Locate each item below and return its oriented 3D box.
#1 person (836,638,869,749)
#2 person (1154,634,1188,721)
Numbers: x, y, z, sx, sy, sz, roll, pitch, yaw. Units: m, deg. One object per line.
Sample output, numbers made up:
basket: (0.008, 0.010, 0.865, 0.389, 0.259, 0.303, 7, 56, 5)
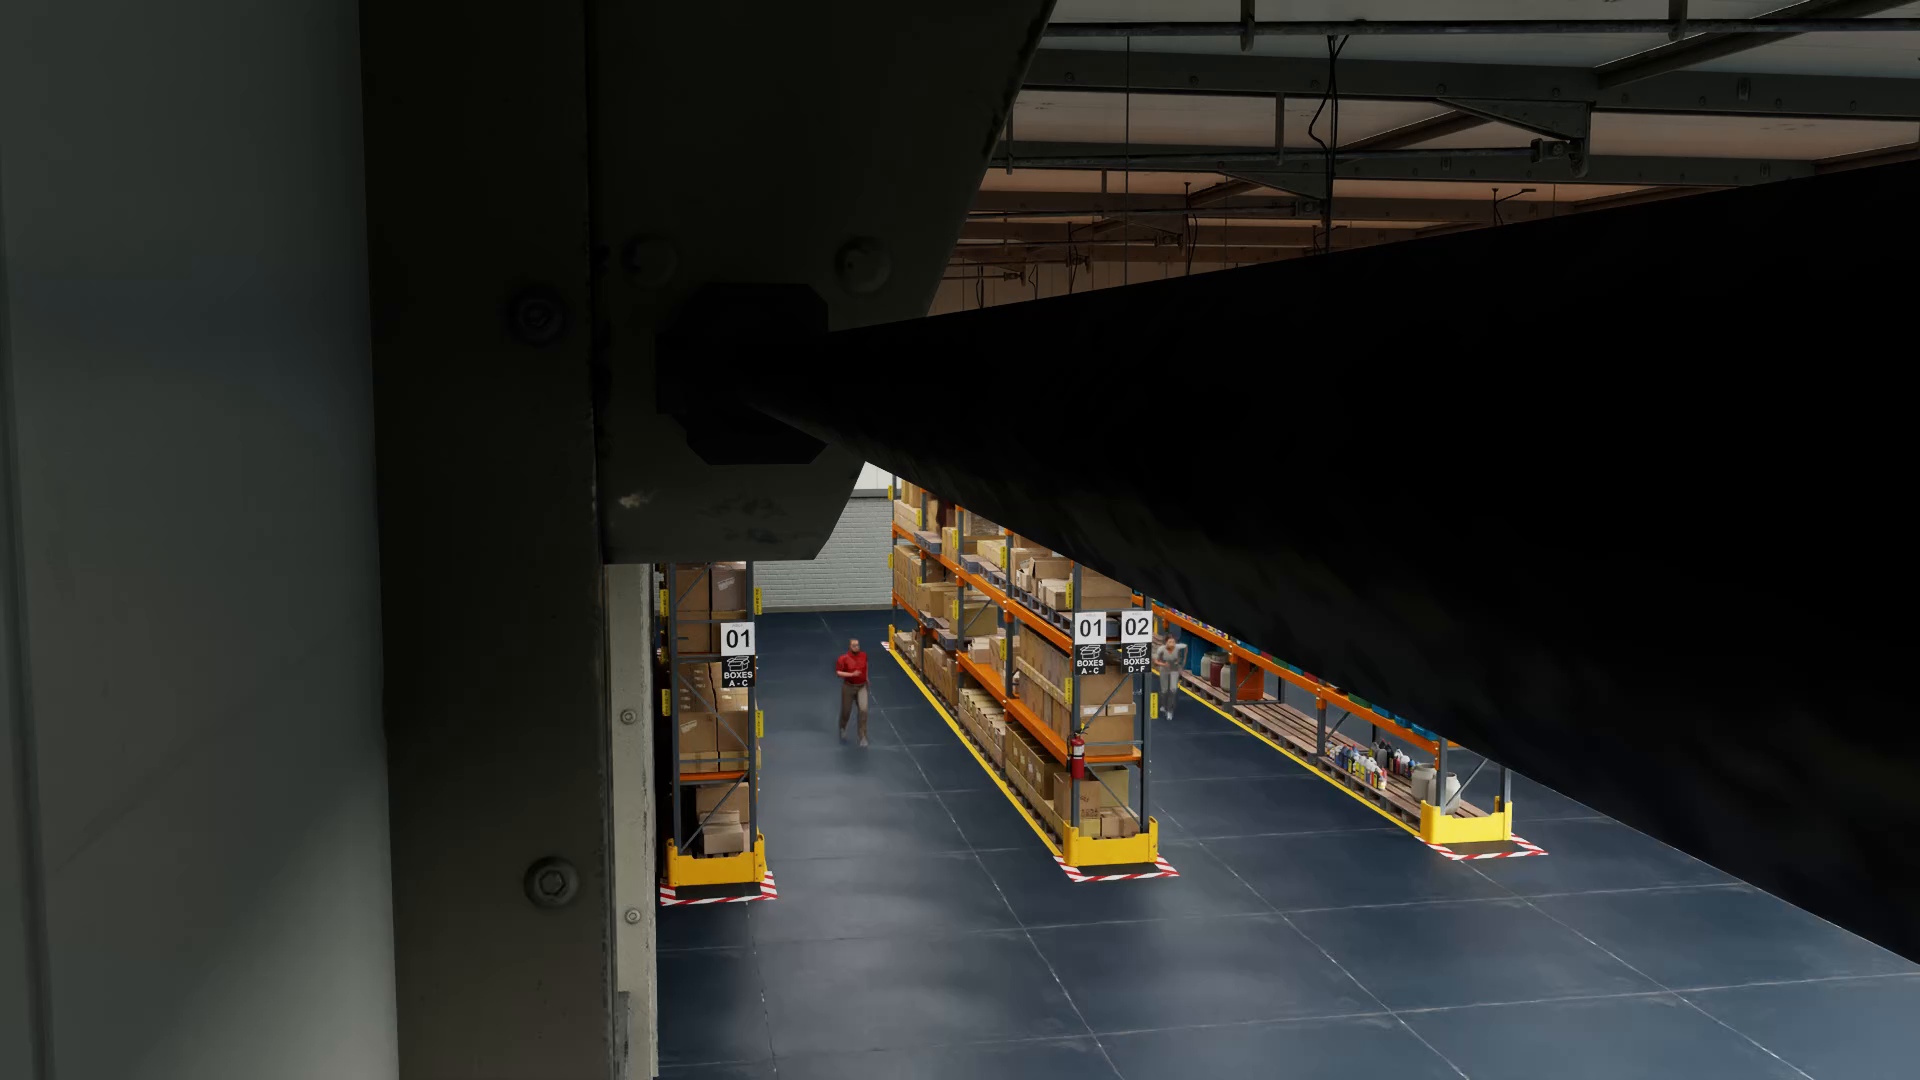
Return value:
person: (-1.771, 2.492, 27.476, 0.641, 1.768, 0.915, -3, 7, -23)
person: (3.721, 2.396, 29.432, 0.600, 1.591, 0.948, 0, 6, 2)
